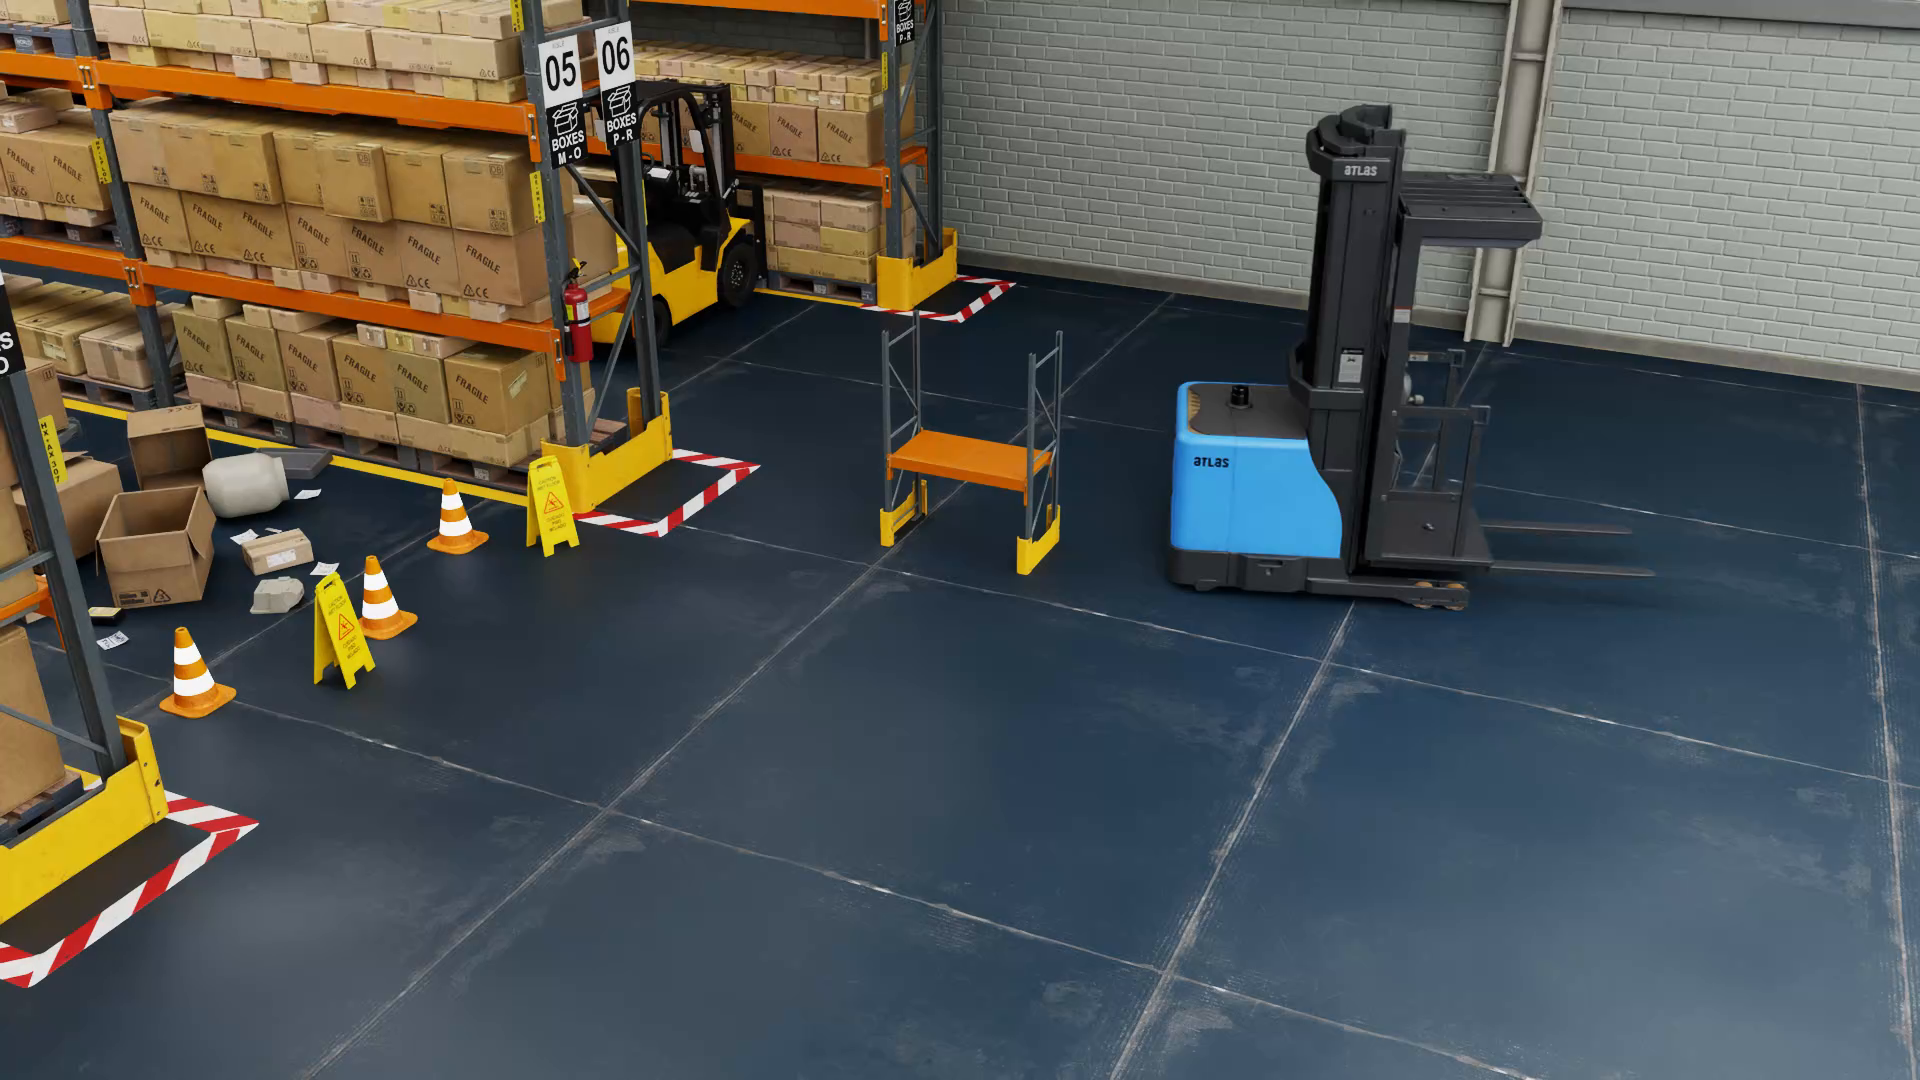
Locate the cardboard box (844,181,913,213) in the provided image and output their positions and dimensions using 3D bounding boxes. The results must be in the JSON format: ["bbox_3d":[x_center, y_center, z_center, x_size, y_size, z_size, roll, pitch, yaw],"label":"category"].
[{"bbox_3d":[-0.790,-3.337,16.208,0.500,0.250,0.500,11,28,21],"label":"cardboard box"}]

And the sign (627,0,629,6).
[{"bbox_3d":[-2.258,-3.729,11.113,0.005,0.325,0.100,11,28,22],"label":"sign"}]

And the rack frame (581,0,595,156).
[{"bbox_3d":[-4.072,-4.501,17.066,0.127,3.000,1.000,11,28,22],"label":"rack frame"}]

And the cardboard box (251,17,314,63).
[{"bbox_3d":[-4.452,-3.447,11.363,0.500,0.250,0.500,12,29,22],"label":"cardboard box"}]

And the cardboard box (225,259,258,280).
[{"bbox_3d":[-5.253,-2.084,12.442,0.250,0.149,0.380,12,29,23],"label":"cardboard box"}]

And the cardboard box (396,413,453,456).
[{"bbox_3d":[-3.798,-0.866,12.319,0.500,0.250,0.500,11,28,22],"label":"cardboard box"}]

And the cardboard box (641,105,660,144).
[{"bbox_3d":[-2.834,-4.179,16.299,0.500,0.500,0.500,11,28,21],"label":"cardboard box"}]

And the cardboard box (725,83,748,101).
[{"bbox_3d":[-2.041,-4.281,15.772,0.250,0.149,0.380,12,28,22],"label":"cardboard box"}]

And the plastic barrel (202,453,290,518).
[{"bbox_3d":[-4.989,-0.386,11.625,0.512,0.421,0.421,-12,29,-23],"label":"plastic barrel"}]

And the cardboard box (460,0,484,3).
[{"bbox_3d":[-3.160,-3.621,11.265,0.250,0.149,0.380,11,28,22],"label":"cardboard box"}]

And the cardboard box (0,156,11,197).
[{"bbox_3d":[-7.558,-3.050,13.194,0.500,0.500,0.500,12,29,24],"label":"cardboard box"}]

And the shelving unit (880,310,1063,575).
[{"bbox_3d":[0.069,-0.659,10.960,1.083,1.500,0.587,11,28,22],"label":"shelving unit"}]

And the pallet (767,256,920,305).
[{"bbox_3d":[-1.145,-2.642,16.446,1.213,0.211,1.003,11,28,22],"label":"pallet"}]

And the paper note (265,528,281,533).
[{"bbox_3d":[-4.725,-0.067,11.445,0.123,0.001,0.032,11,28,22],"label":"paper note"}]

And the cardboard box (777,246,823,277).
[{"bbox_3d":[-1.438,-2.778,16.204,0.500,0.250,0.500,11,28,22],"label":"cardboard box"}]

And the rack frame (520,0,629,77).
[{"bbox_3d":[-2.482,-4.465,10.200,0.127,3.000,1.000,11,28,22],"label":"rack frame"}]

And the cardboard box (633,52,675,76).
[{"bbox_3d":[-2.954,-4.613,16.110,0.250,0.149,0.380,11,28,21],"label":"cardboard box"}]

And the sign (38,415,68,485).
[{"bbox_3d":[-4.204,-0.410,7.688,0.005,0.325,0.100,11,28,22],"label":"sign"}]

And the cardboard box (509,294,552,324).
[{"bbox_3d":[-2.911,-1.643,11.545,0.250,0.149,0.380,12,29,24],"label":"cardboard box"}]

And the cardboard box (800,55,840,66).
[{"bbox_3d":[-1.338,-4.542,15.964,0.250,0.149,0.380,12,28,22],"label":"cardboard box"}]

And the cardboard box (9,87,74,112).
[{"bbox_3d":[-7.437,-3.548,13.470,0.250,0.149,0.380,13,29,25],"label":"cardboard box"}]

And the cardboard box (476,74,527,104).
[{"bbox_3d":[-2.923,-2.959,10.823,0.250,0.149,0.380,11,28,22],"label":"cardboard box"}]

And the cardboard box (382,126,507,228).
[{"bbox_3d":[-3.495,-2.501,11.422,0.500,0.500,0.700,12,29,22],"label":"cardboard box"}]

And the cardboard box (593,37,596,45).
[{"bbox_3d":[-3.657,-5.034,16.963,0.250,0.149,0.380,11,28,22],"label":"cardboard box"}]

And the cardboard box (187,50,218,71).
[{"bbox_3d":[-5.243,-3.449,11.818,0.250,0.149,0.380,12,29,23],"label":"cardboard box"}]

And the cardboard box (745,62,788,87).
[{"bbox_3d":[-1.810,-4.368,15.611,0.250,0.149,0.380,12,29,23],"label":"cardboard box"}]

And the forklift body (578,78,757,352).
[{"bbox_3d":[-2.912,-3.002,14.982,1.214,2.155,2.313,11,28,22],"label":"forklift body"}]

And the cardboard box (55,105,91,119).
[{"bbox_3d":[-7.332,-3.260,13.619,0.500,0.500,0.500,11,28,21],"label":"cardboard box"}]

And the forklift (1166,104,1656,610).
[{"bbox_3d":[2.881,-1.123,10.283,3.031,2.935,1.130,3,26,6],"label":"forklift"}]

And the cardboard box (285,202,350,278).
[{"bbox_3d":[-4.452,-2.227,11.996,0.500,0.500,0.500,12,29,22],"label":"cardboard box"}]

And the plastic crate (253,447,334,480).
[{"bbox_3d":[-5.034,-0.578,12.403,0.583,0.080,0.402,2,26,4],"label":"plastic crate"}]

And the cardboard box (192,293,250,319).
[{"bbox_3d":[-5.609,-1.823,12.682,0.250,0.149,0.380,12,29,23],"label":"cardboard box"}]

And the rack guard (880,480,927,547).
[{"bbox_3d":[-0.384,-0.189,11.421,0.087,0.250,0.587,11,28,22],"label":"rack guard"}]

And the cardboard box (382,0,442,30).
[{"bbox_3d":[-3.581,-3.476,10.970,0.250,0.149,0.380,12,28,22],"label":"cardboard box"}]

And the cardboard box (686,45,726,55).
[{"bbox_3d":[-2.504,-4.786,16.461,0.250,0.149,0.380,11,28,21],"label":"cardboard box"}]

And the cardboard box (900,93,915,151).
[{"bbox_3d":[-0.767,-4.017,15.969,0.500,0.500,0.500,12,29,23],"label":"cardboard box"}]

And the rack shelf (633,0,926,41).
[{"bbox_3d":[-2.252,-5.158,15.820,4.000,0.370,1.077,11,28,22],"label":"rack shelf"}]

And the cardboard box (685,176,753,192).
[{"bbox_3d":[-2.368,-3.407,16.349,0.500,0.250,0.500,11,28,21],"label":"cardboard box"}]

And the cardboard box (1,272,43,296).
[{"bbox_3d":[-8.580,-2.006,14.499,0.625,0.372,0.950,11,28,21],"label":"cardboard box"}]

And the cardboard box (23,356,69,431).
[{"bbox_3d":[-6.833,-1.002,11.931,0.500,0.500,0.500,11,28,22],"label":"cardboard box"}]

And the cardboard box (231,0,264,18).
[{"bbox_3d":[-4.764,-3.690,11.405,0.250,0.149,0.380,11,28,21],"label":"cardboard box"}]

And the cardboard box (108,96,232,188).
[{"bbox_3d":[-5.813,-2.964,12.362,0.500,0.500,0.700,11,28,21],"label":"cardboard box"}]

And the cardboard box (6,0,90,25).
[{"bbox_3d":[-6.715,-4.020,12.387,0.500,0.250,0.500,11,28,21],"label":"cardboard box"}]

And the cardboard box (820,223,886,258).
[{"bbox_3d":[-1.004,-2.912,15.910,0.500,0.250,0.500,11,28,21],"label":"cardboard box"}]

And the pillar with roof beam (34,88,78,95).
[{"bbox_3d":[-13.398,-7.414,16.191,0.400,9.000,9.100,11,28,22],"label":"pillar with roof beam"}]

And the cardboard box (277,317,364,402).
[{"bbox_3d":[-4.735,-1.391,12.537,0.500,0.500,0.500,13,29,24],"label":"cardboard box"}]

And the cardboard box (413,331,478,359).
[{"bbox_3d":[-3.682,-1.437,11.897,0.250,0.149,0.380,12,29,23],"label":"cardboard box"}]

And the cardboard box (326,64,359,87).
[{"bbox_3d":[-4.077,-3.204,11.321,0.250,0.149,0.380,11,28,20],"label":"cardboard box"}]

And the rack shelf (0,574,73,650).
[{"bbox_3d":[-6.260,0.193,8.347,4.000,0.370,1.077,11,28,22],"label":"rack shelf"}]

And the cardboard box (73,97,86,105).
[{"bbox_3d":[-10.659,-5.325,20.359,0.250,0.149,0.380,11,28,22],"label":"cardboard box"}]

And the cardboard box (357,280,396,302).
[{"bbox_3d":[-4.105,-1.849,11.963,0.250,0.149,0.380,11,28,21],"label":"cardboard box"}]

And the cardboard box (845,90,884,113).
[{"bbox_3d":[-0.863,-4.056,15.315,0.250,0.149,0.380,12,29,23],"label":"cardboard box"}]

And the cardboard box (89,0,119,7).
[{"bbox_3d":[-5.972,-3.907,11.844,0.250,0.149,0.380,11,28,21],"label":"cardboard box"}]

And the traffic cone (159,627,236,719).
[{"bbox_3d":[-4.335,0.706,9.363,0.334,0.463,0.336,11,28,22],"label":"traffic cone"}]

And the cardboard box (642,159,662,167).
[{"bbox_3d":[-3.077,-3.806,17.159,0.500,0.250,0.500,11,28,21],"label":"cardboard box"}]

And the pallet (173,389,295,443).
[{"bbox_3d":[-5.498,-1.145,13.406,1.213,0.211,1.003,11,28,22],"label":"pallet"}]
